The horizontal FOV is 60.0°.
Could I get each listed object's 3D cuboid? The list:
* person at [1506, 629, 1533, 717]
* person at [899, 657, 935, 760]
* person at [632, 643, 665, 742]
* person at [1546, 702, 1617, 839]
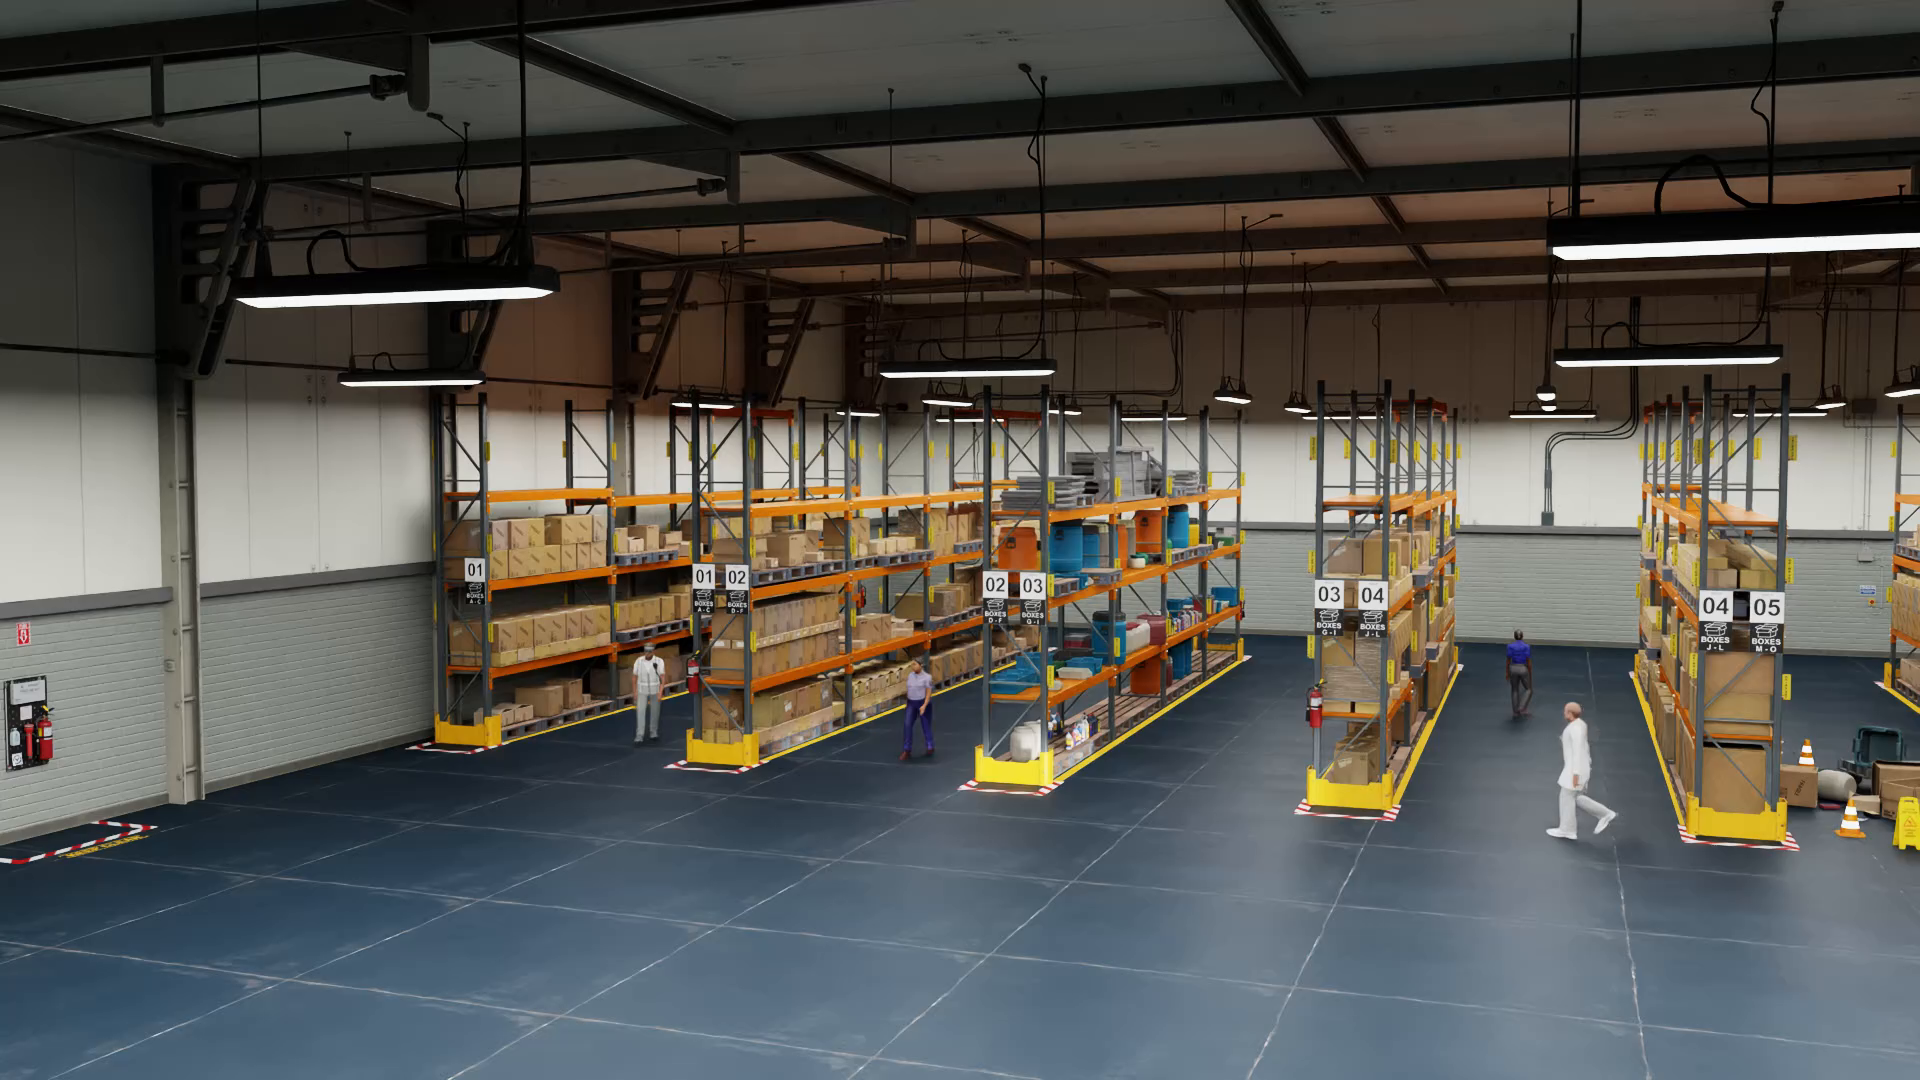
[{"bbox_3d":[10.540,2.519,31.327,0.511,1.643,0.509,2,3,28],"label":"person"},{"bbox_3d":[-0.703,2.729,27.141,0.501,1.605,0.896,1,3,25],"label":"person"},{"bbox_3d":[-5.345,2.605,28.565,0.557,1.695,1.062,-1,3,-13],"label":"person"},{"bbox_3d":[7.994,2.969,21.449,0.776,1.757,0.590,1,3,24],"label":"person"}]
